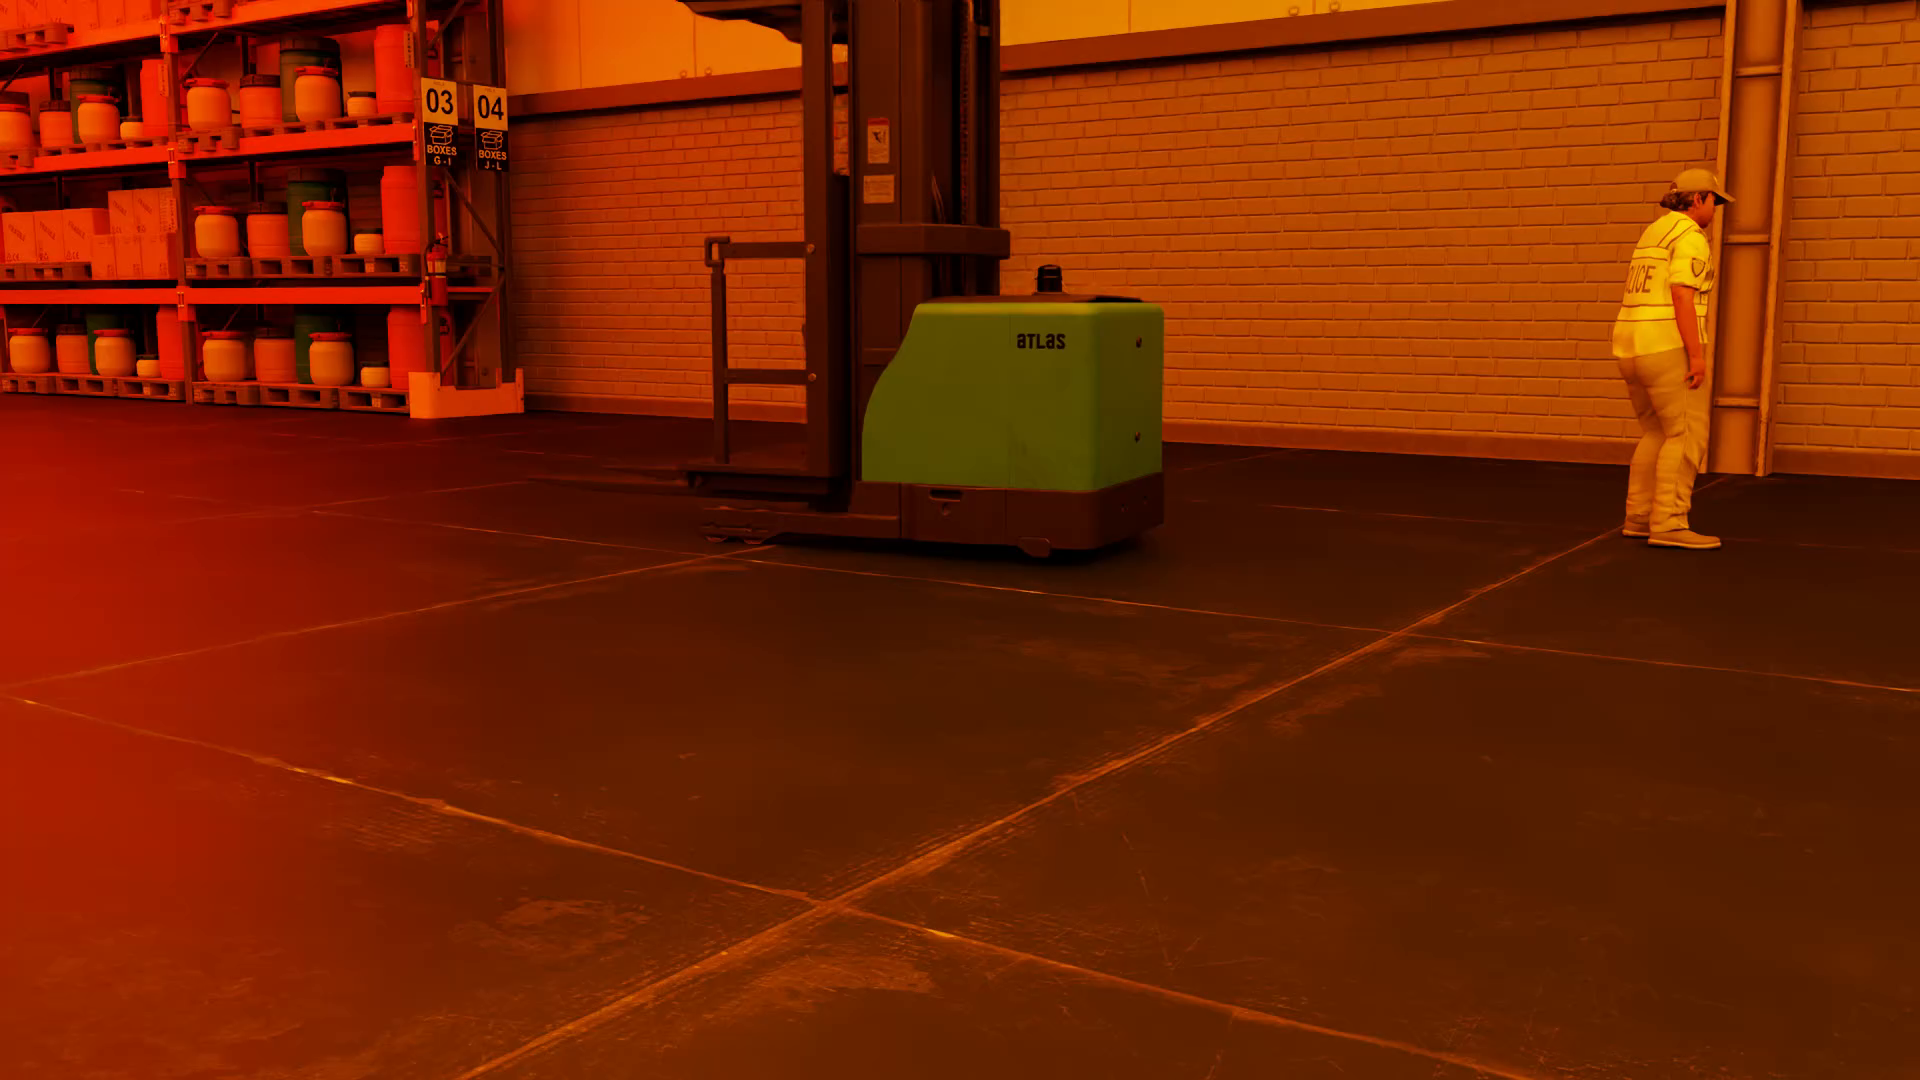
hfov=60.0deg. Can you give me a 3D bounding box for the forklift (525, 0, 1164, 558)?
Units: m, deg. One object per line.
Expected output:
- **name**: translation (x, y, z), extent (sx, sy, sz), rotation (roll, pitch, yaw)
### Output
- **forklift**: translation (-0.626, -1.489, 7.667), extent (3.031, 2.935, 1.130), rotation (4, 9, 24)

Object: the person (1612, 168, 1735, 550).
- **person**: translation (3.193, -0.815, 7.435), extent (0.469, 1.665, 0.542), rotation (0, 8, 0)
